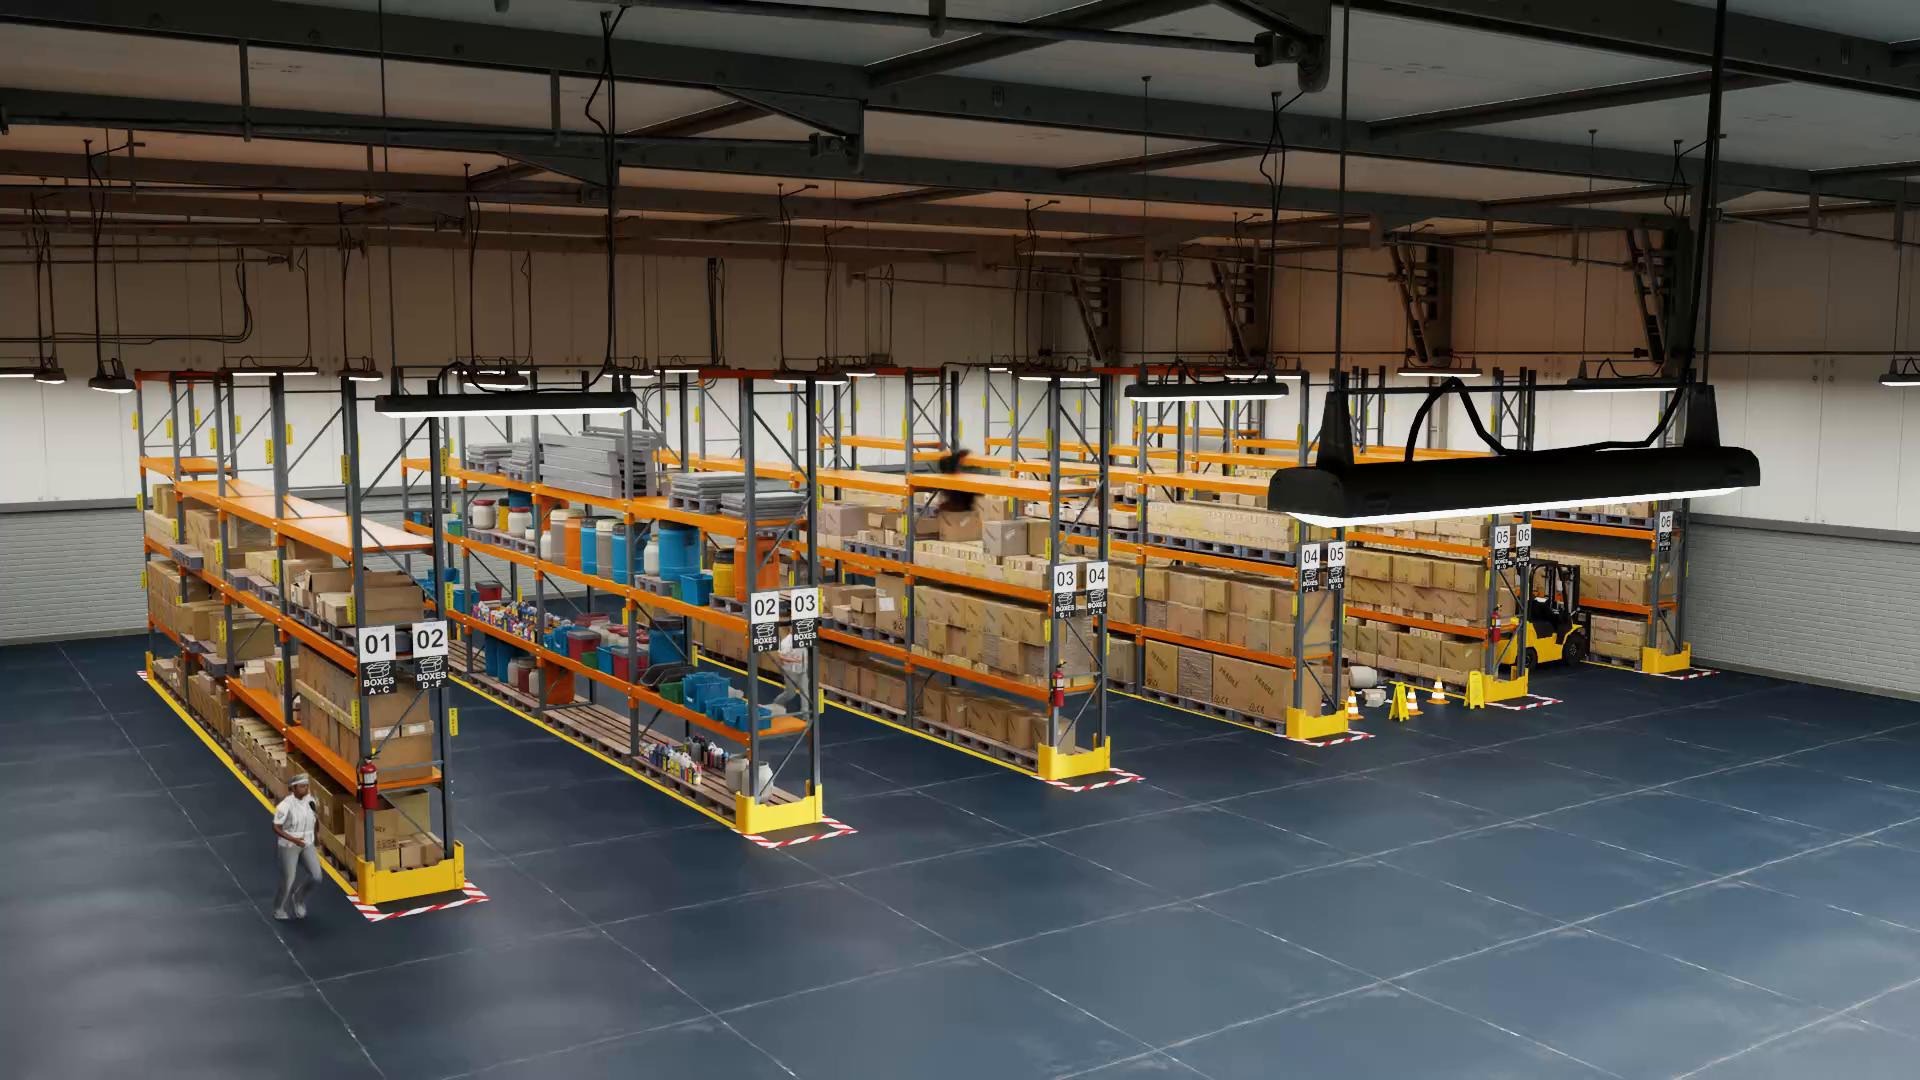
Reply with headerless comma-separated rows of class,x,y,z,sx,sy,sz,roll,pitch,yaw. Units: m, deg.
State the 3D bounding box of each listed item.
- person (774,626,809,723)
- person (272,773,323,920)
person,-2.823,2.232,28.512,0.664,1.779,0.954,-6,9,-44
person,-7.377,3.414,18.613,0.589,1.662,0.638,5,8,36
